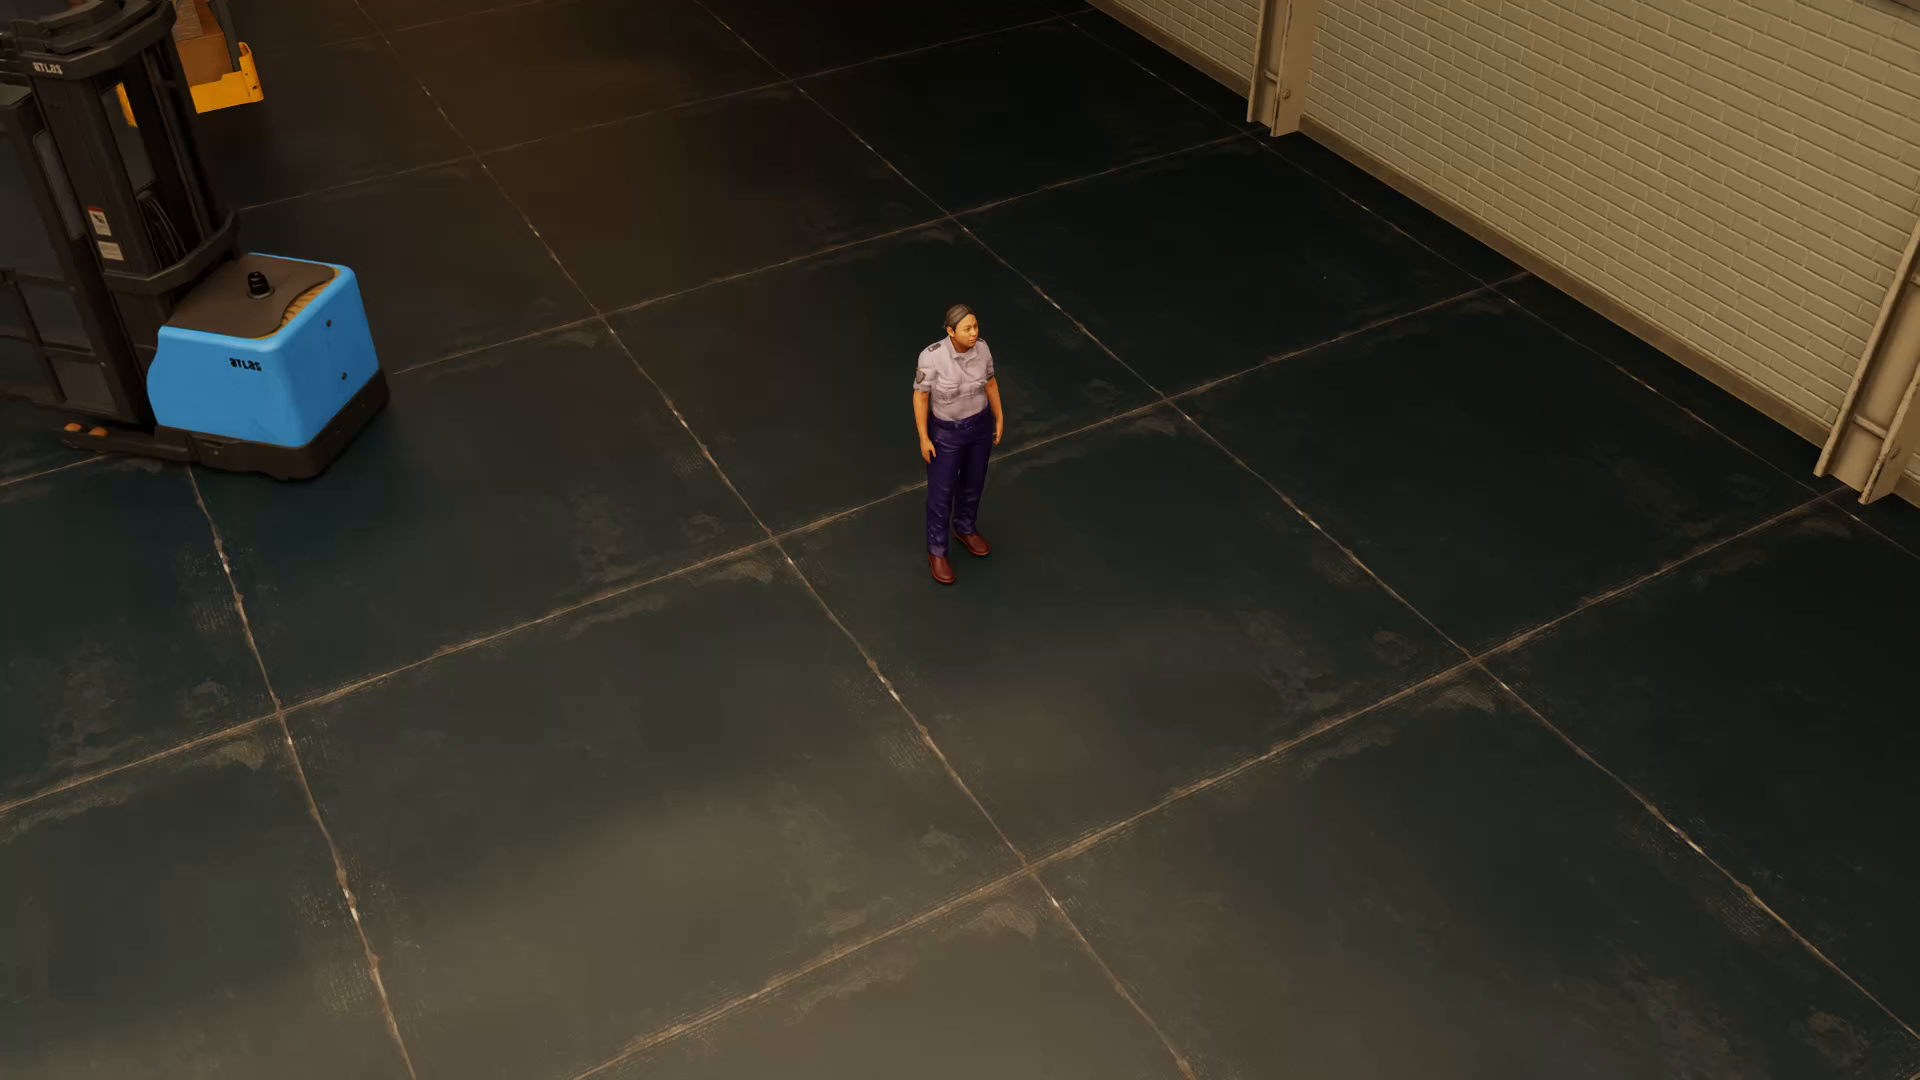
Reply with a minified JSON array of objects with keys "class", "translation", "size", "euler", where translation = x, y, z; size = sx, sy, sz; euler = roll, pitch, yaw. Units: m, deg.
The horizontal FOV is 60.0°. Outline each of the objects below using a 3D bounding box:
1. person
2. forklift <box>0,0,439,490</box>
[{"class":"person","translation":[0.025,-0.583,9.732],"size":[0.597,1.651,0.502],"euler":[-20,44,-23]},{"class":"forklift","translation":[-5.124,-1.961,10.400],"size":[3.031,2.935,1.130],"euler":[10,41,11]}]
